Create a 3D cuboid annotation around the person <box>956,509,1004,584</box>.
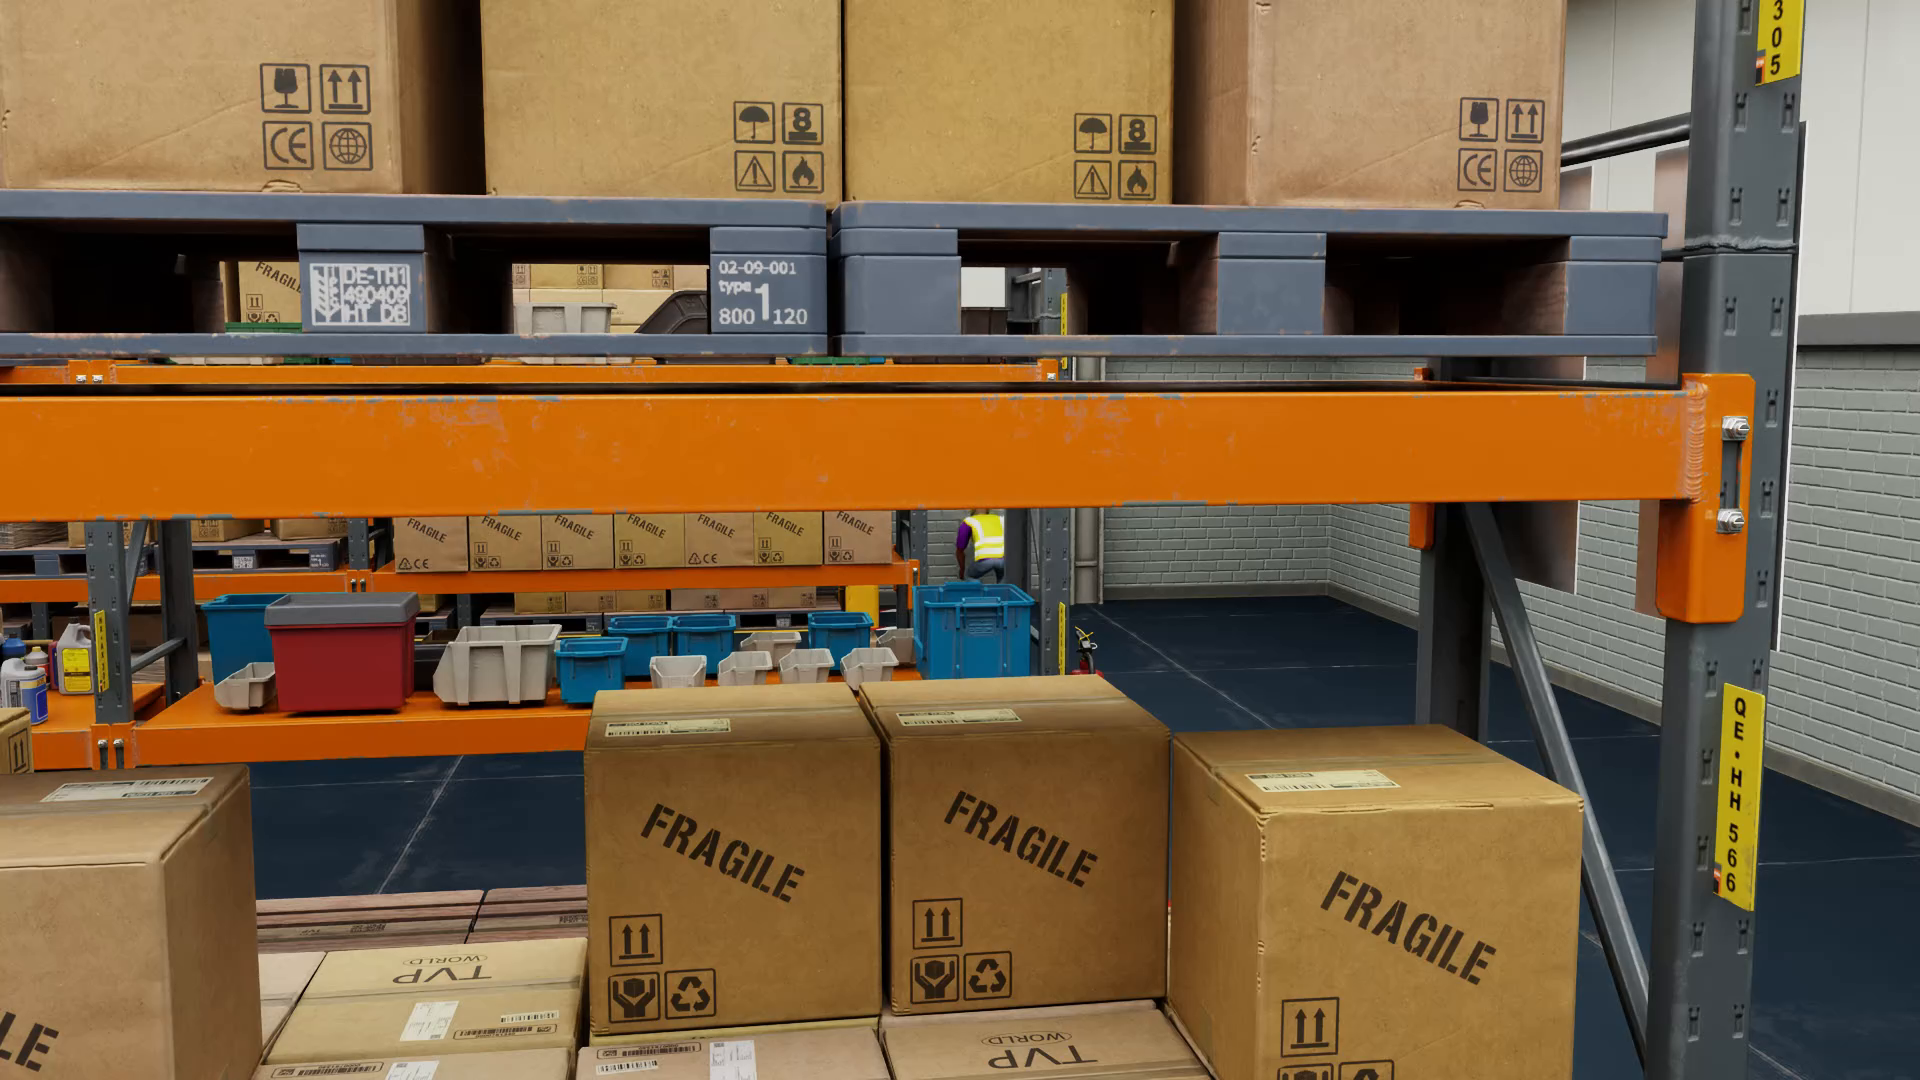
[{"bbox_3d":[0.280,0.208,18.320,0.619,1.196,0.847,-1,7,-9],"label":"person"}]
